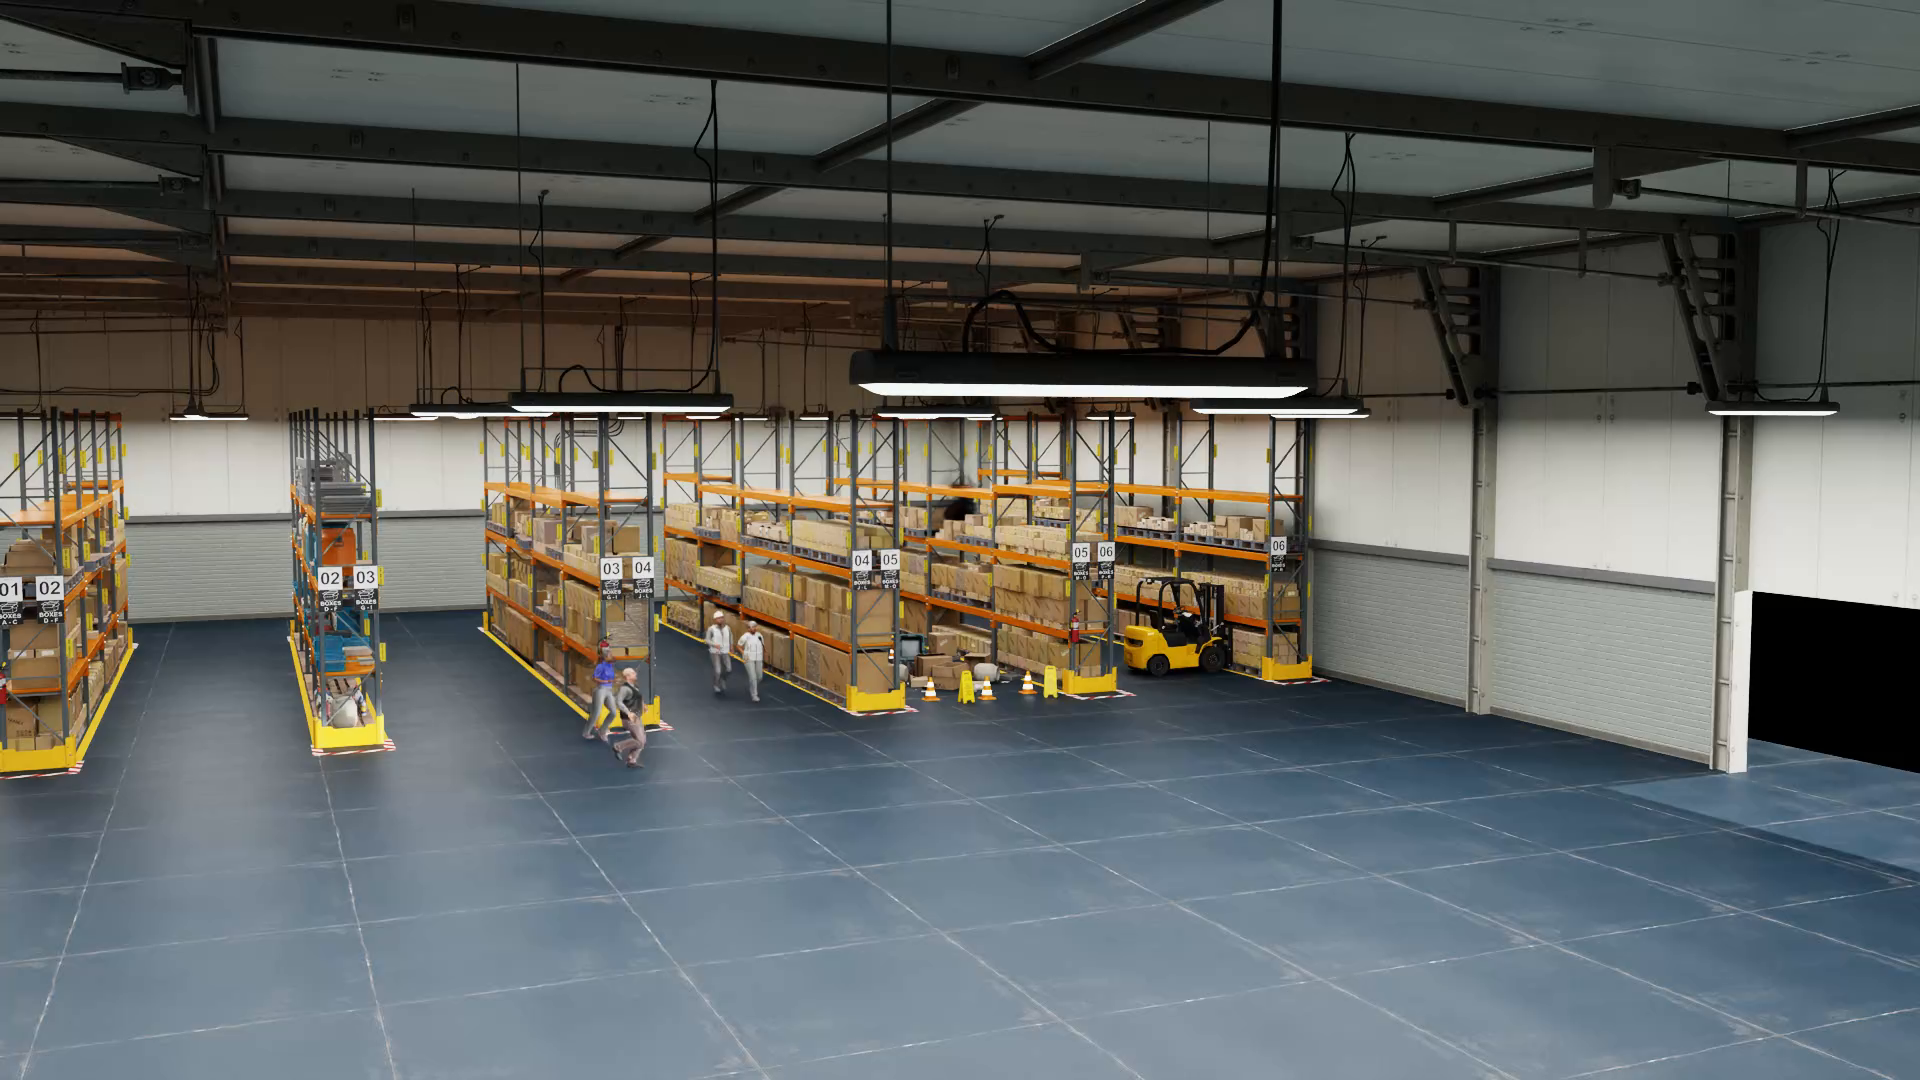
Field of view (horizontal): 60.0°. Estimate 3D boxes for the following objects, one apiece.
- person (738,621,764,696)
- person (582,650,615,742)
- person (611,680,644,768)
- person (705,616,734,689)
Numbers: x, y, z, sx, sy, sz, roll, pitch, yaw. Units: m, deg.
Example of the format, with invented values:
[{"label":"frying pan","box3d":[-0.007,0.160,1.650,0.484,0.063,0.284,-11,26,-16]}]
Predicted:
[{"label":"person","box3d":[-4.298,2.461,34.550,0.582,1.555,0.465,-2,5,-29]},{"label":"person","box3d":[-6.426,2.819,30.085,0.674,1.663,0.603,3,5,33]},{"label":"person","box3d":[-5.512,3.058,27.618,0.522,1.485,0.660,0,4,5]},{"label":"person","box3d":[-5.054,2.376,35.245,0.699,1.625,0.584,-2,5,-31]}]
